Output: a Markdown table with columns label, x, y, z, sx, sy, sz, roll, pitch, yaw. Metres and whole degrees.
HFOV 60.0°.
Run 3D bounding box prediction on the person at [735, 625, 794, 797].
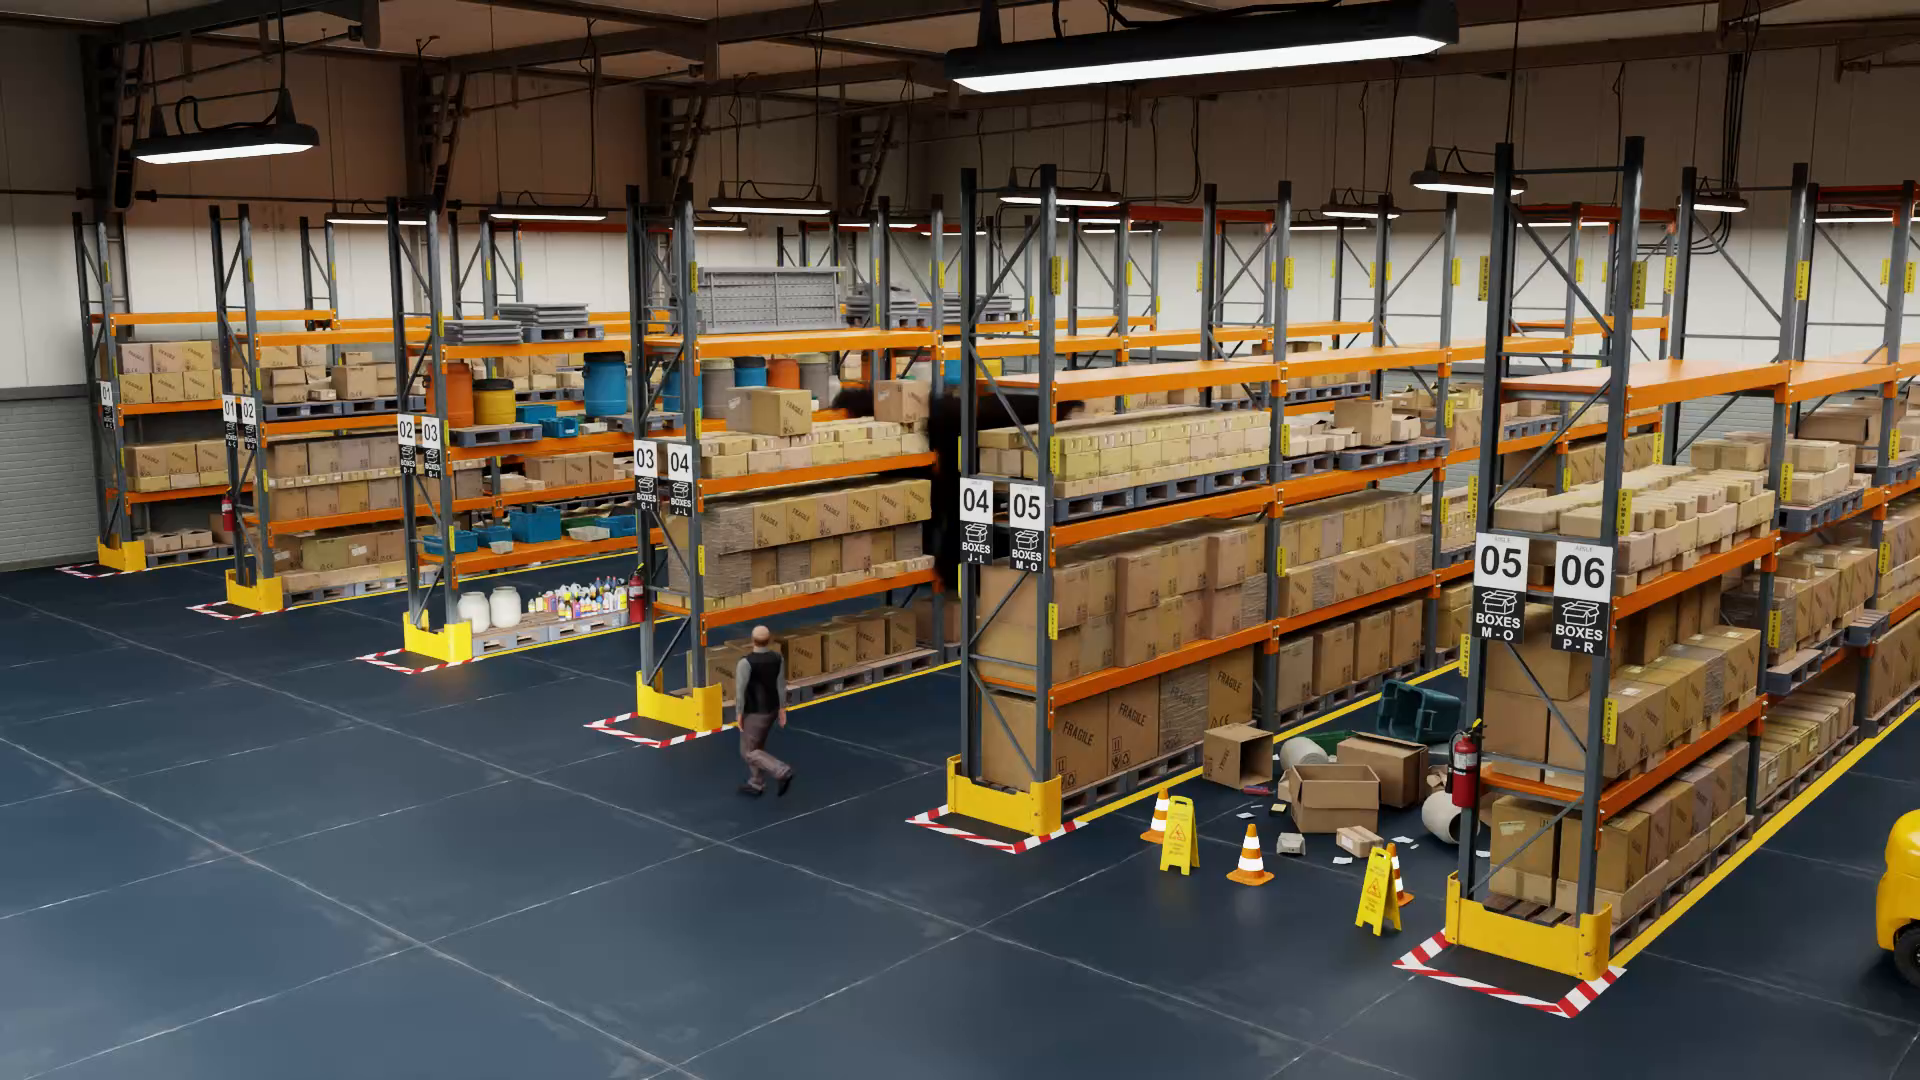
| label | x | y | z | sx | sy | sz | roll | pitch | yaw |
| --- | --- | --- | --- | --- | --- | --- | --- | --- | --- |
| person | -1.903 | 1.671 | 16.063 | 0.691 | 1.713 | 0.519 | 3 | 10 | 15 |
